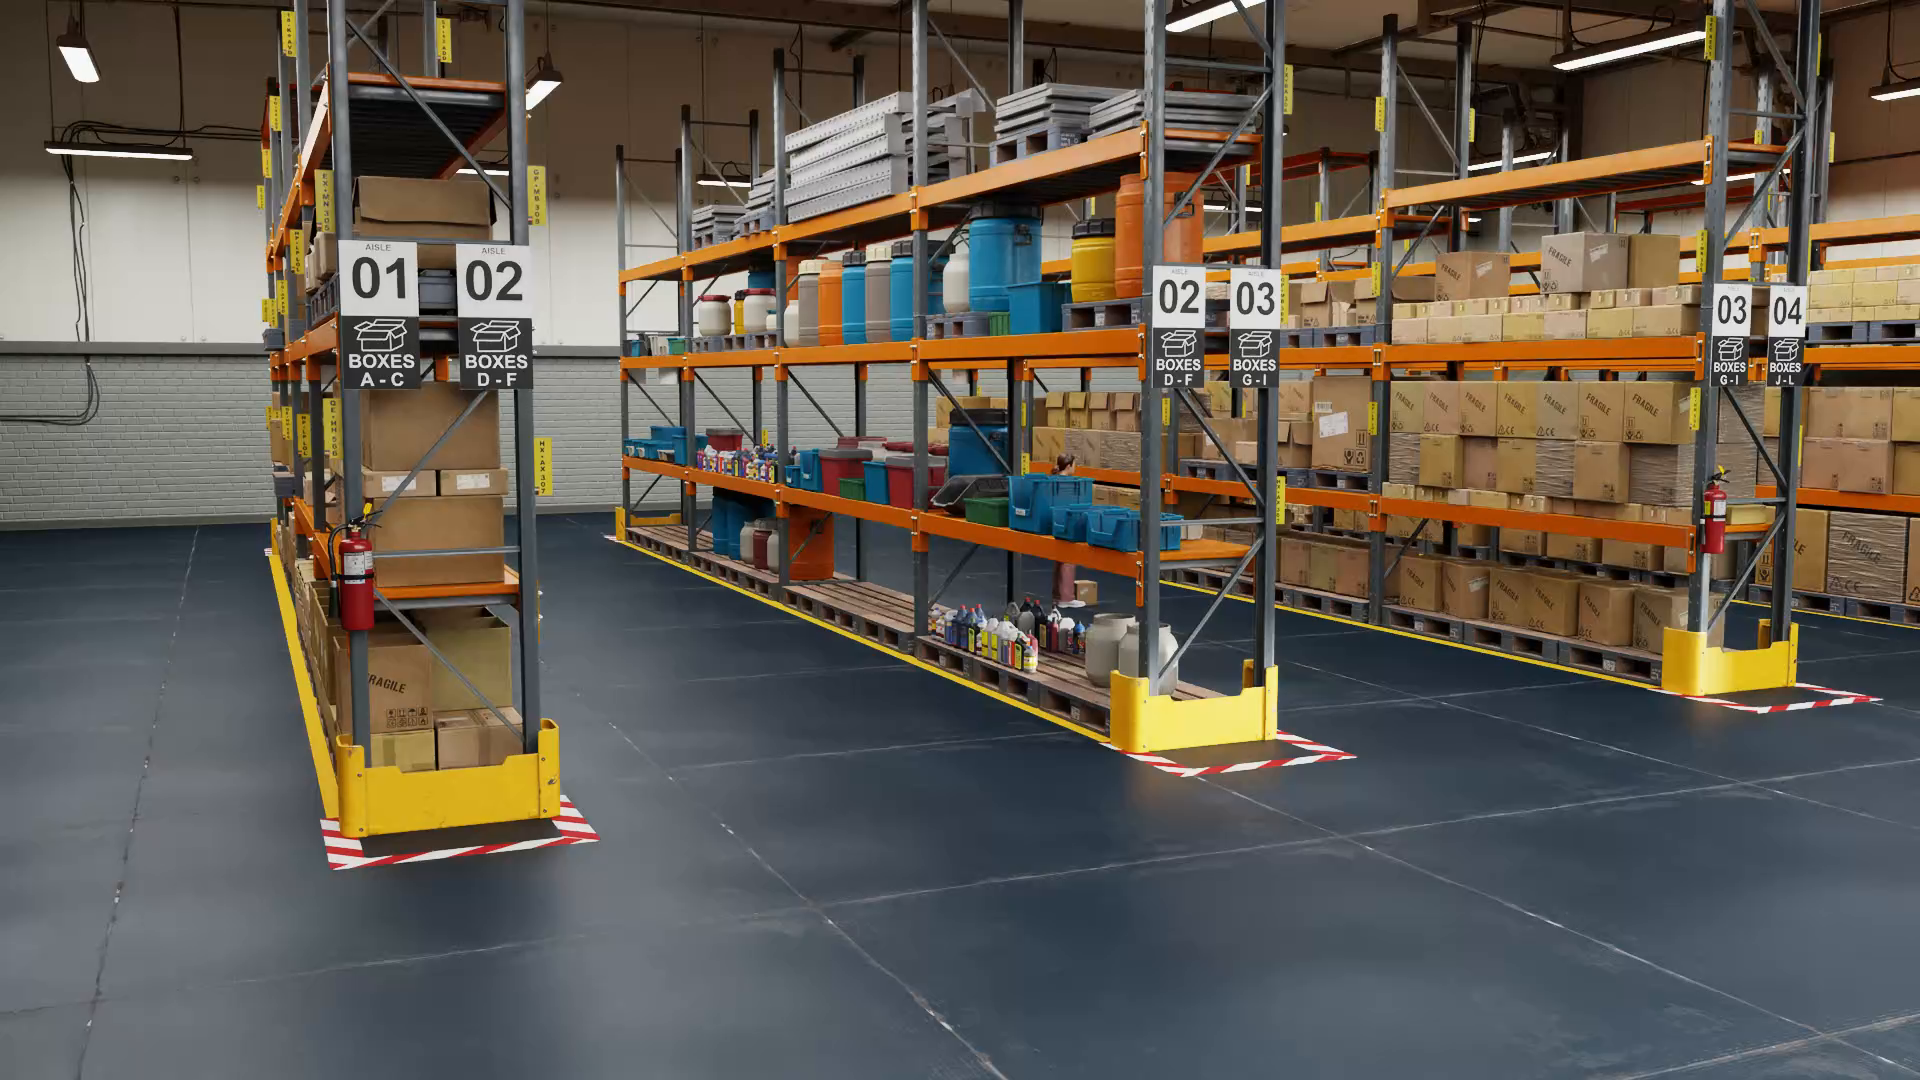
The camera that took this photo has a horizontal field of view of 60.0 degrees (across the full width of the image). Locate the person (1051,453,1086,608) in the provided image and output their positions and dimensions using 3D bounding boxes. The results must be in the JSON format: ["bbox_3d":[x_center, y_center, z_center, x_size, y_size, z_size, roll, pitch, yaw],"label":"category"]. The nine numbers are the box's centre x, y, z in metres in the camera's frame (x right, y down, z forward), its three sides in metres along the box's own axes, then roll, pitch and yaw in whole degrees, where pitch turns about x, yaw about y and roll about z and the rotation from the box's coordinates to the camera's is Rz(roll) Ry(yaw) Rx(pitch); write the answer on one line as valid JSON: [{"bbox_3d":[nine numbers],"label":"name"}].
[{"bbox_3d":[1.140,-0.115,18.163,0.406,1.673,0.510,-3,6,-25],"label":"person"}]
